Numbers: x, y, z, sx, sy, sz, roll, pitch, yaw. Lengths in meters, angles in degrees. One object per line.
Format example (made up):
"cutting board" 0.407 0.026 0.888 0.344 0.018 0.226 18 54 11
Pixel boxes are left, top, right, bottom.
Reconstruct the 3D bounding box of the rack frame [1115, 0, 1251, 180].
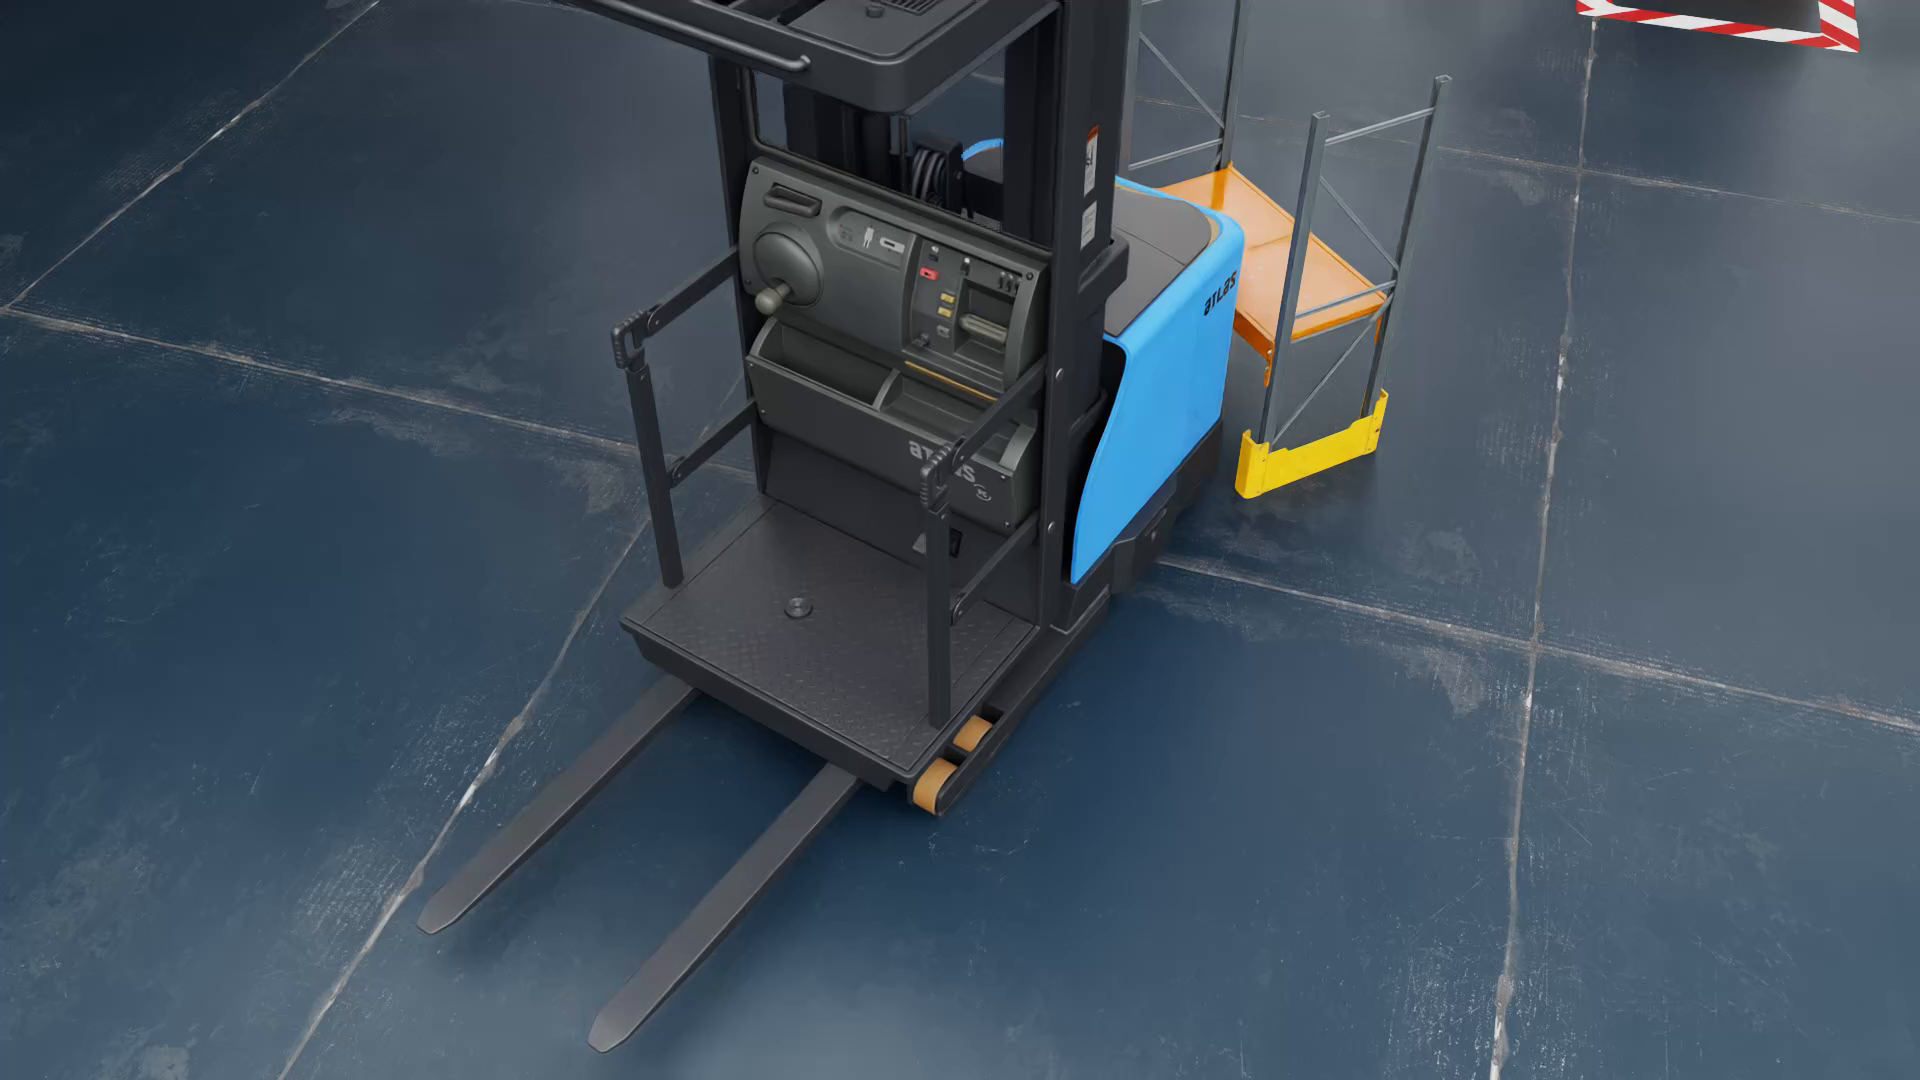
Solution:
"rack frame" 0.788 -1.416 6.125 0.500 1.500 0.032 -20 48 -19

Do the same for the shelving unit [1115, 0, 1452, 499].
"shelving unit" 1.021 -1.107 5.809 0.587 1.500 1.083 -20 48 -19

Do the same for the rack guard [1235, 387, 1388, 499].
"rack guard" 1.253 -0.352 5.931 0.587 0.250 0.087 -20 48 -19

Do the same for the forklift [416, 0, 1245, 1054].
"forklift" -0.321 -0.622 4.290 1.130 2.935 3.031 25 50 23

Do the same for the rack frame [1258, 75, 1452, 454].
"rack frame" 1.262 -0.787 5.482 0.500 1.500 0.032 -20 48 -19

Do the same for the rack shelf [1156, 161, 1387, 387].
"rack shelf" 1.025 -0.973 5.929 0.538 0.185 1.000 -20 48 -19
